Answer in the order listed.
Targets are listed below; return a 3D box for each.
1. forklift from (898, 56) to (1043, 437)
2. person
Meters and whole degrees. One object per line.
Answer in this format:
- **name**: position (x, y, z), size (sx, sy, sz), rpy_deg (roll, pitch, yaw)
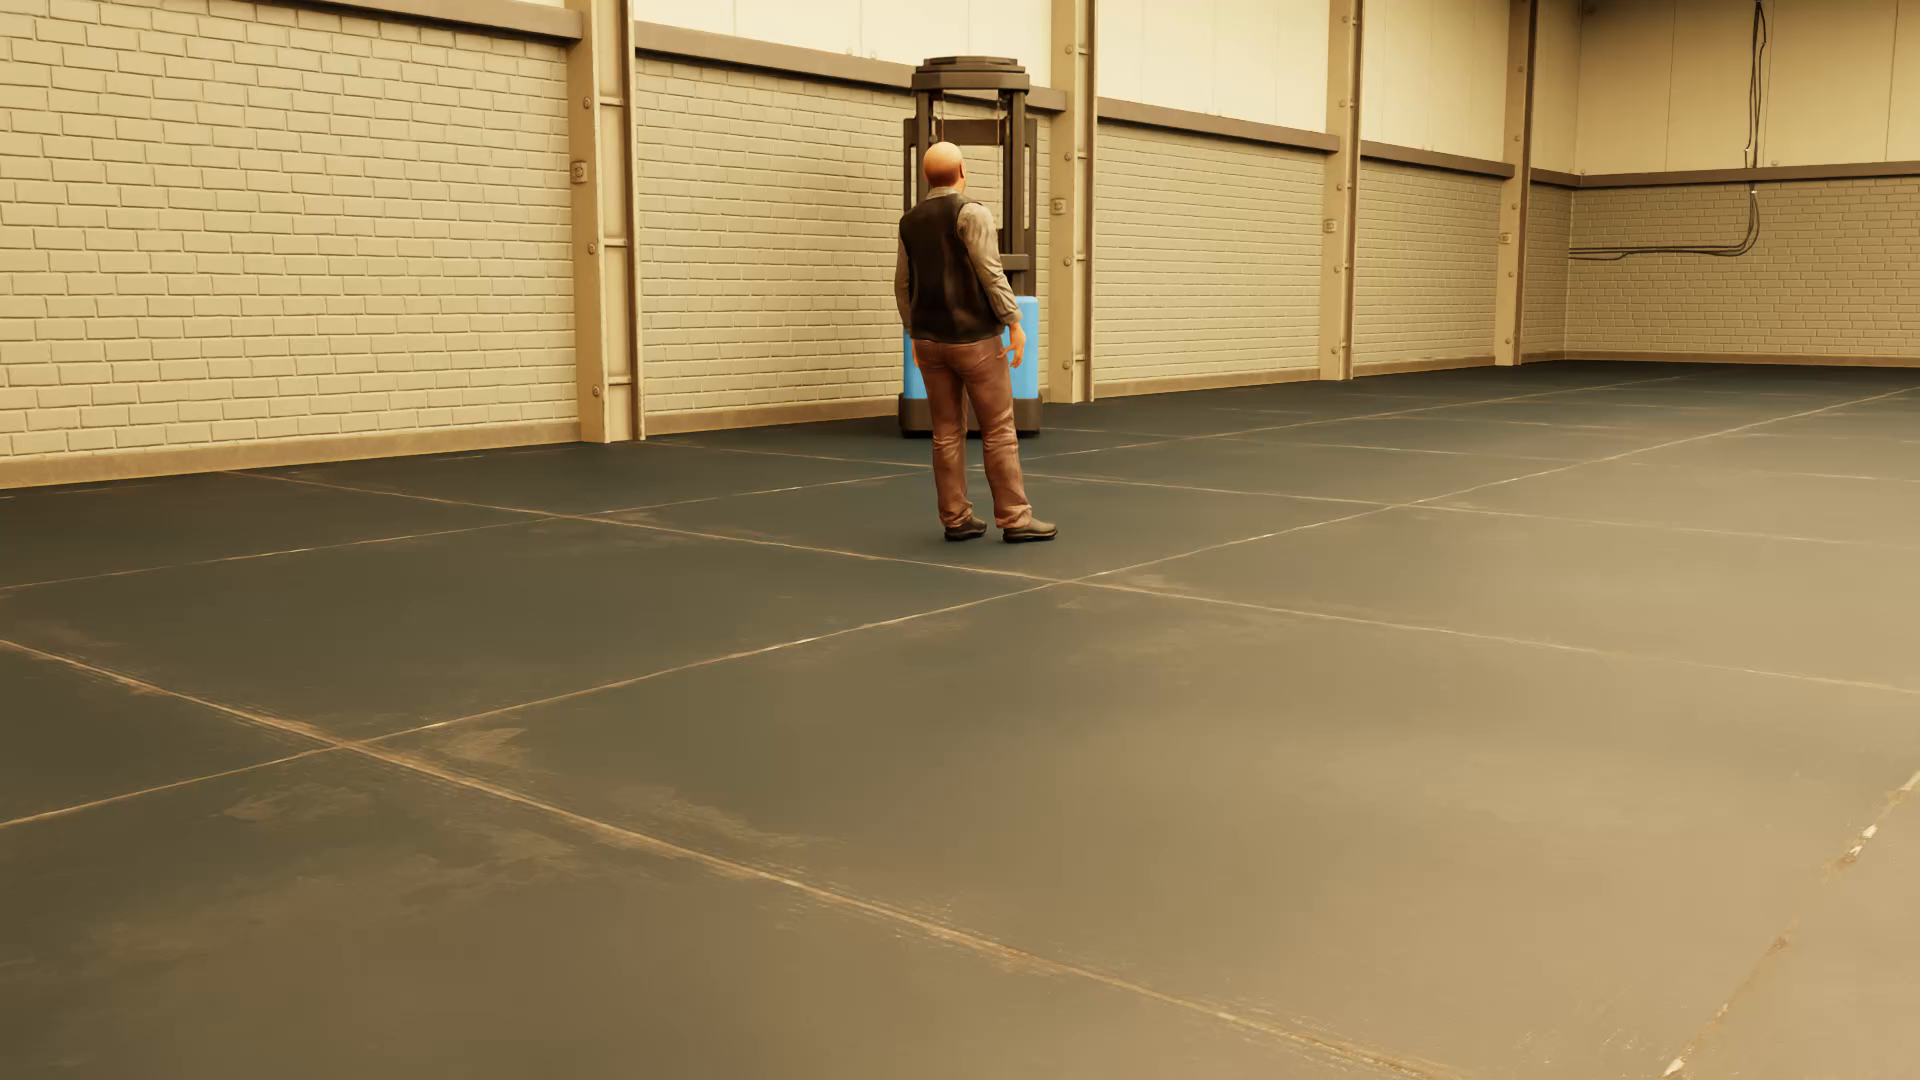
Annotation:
- **forklift**: position (0.083, -2.424, 13.846), size (1.130, 2.935, 3.031), rpy_deg (0, 8, 0)
- **person**: position (0.045, -0.865, 7.322), size (0.632, 1.720, 0.568), rpy_deg (7, 11, 38)
